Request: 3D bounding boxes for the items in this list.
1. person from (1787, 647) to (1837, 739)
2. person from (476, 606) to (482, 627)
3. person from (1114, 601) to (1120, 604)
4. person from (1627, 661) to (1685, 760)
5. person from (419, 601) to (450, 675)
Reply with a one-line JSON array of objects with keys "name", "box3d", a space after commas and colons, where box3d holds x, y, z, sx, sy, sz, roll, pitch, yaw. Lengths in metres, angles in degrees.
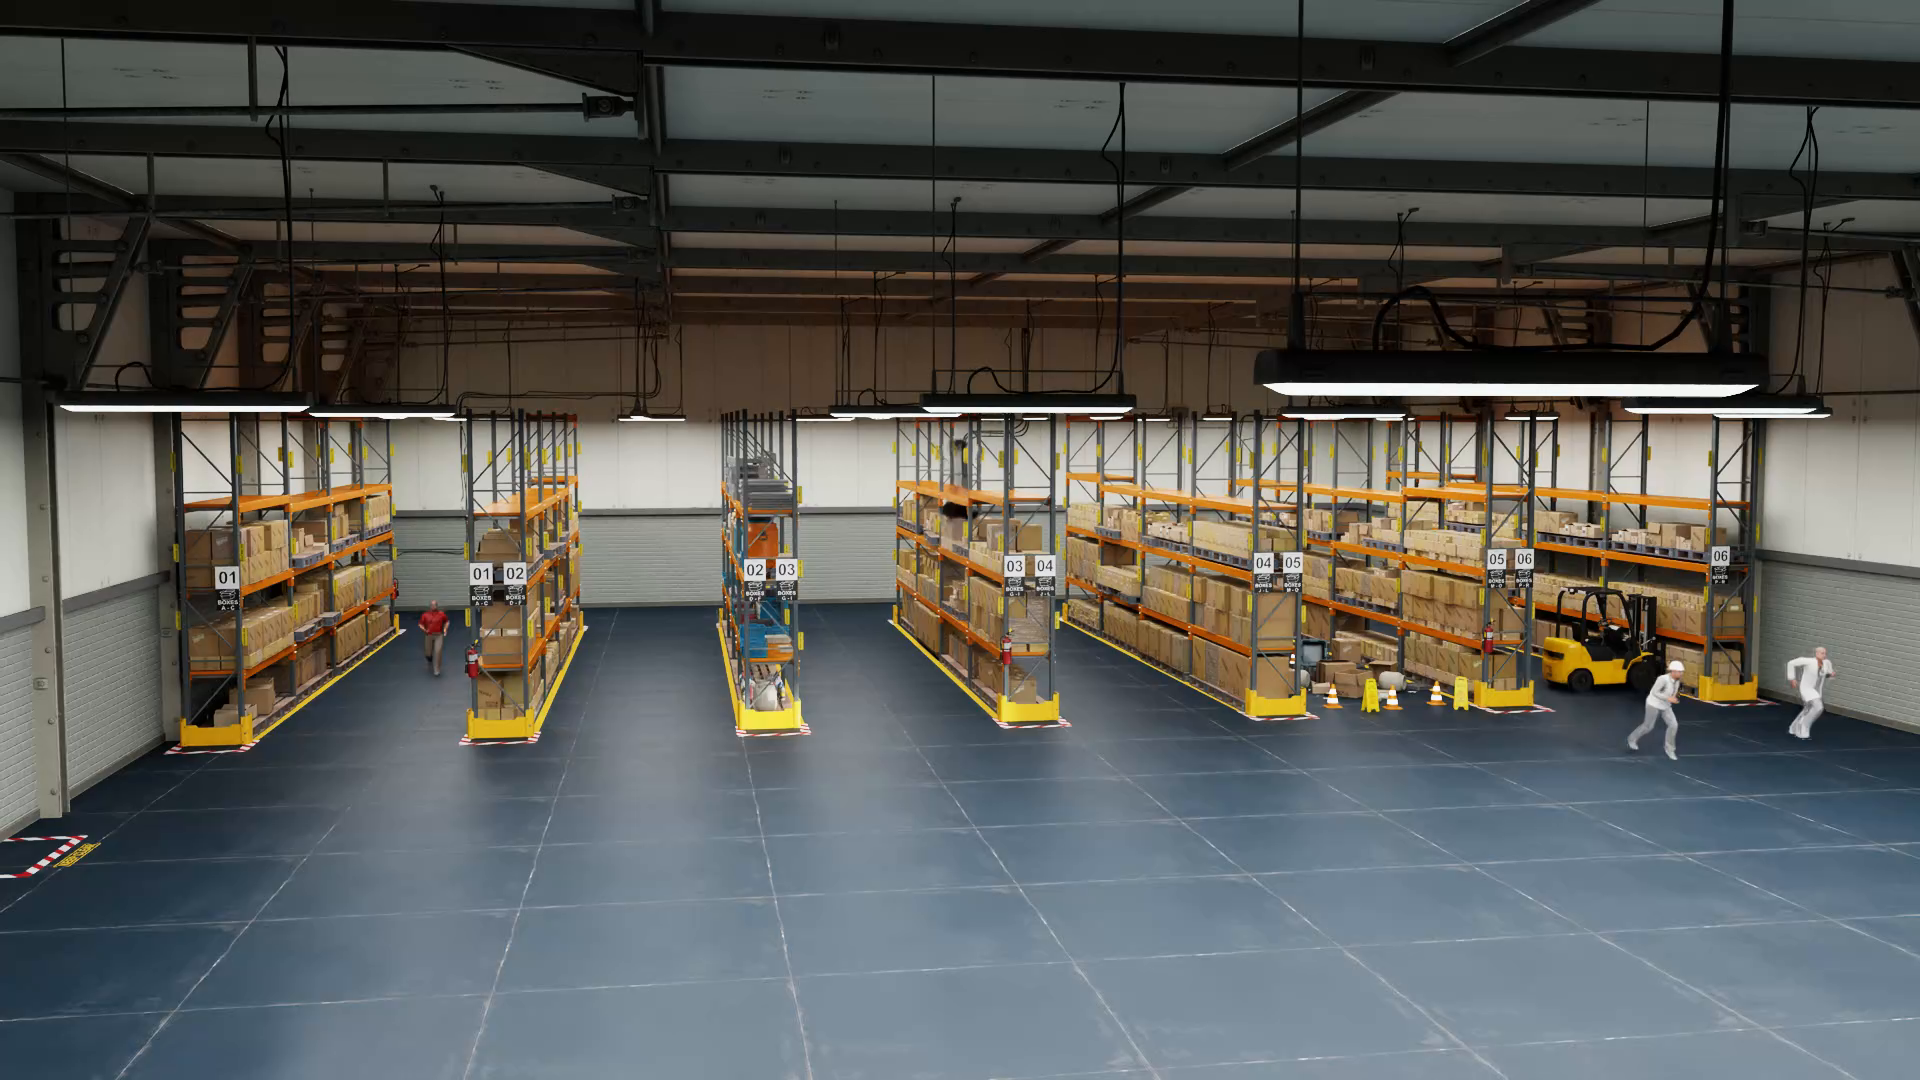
[{"name": "person", "box3d": [15.364, 2.757, 30.012, 0.689, 1.707, 0.946, -1, 4, -20]}, {"name": "person", "box3d": [-11.870, 1.949, 41.864, 0.720, 1.788, 0.849, -1, 4, -12]}, {"name": "person", "box3d": [4.721, 1.476, 49.435, 0.651, 1.619, 0.732, -3, 5, -36]}, {"name": "person", "box3d": [12.019, 2.905, 28.679, 0.701, 1.733, 1.043, -3, 5, -35]}, {"name": "person", "box3d": [-12.020, 2.226, 38.034, 0.674, 1.682, 0.782, -1, 4, -17]}]
